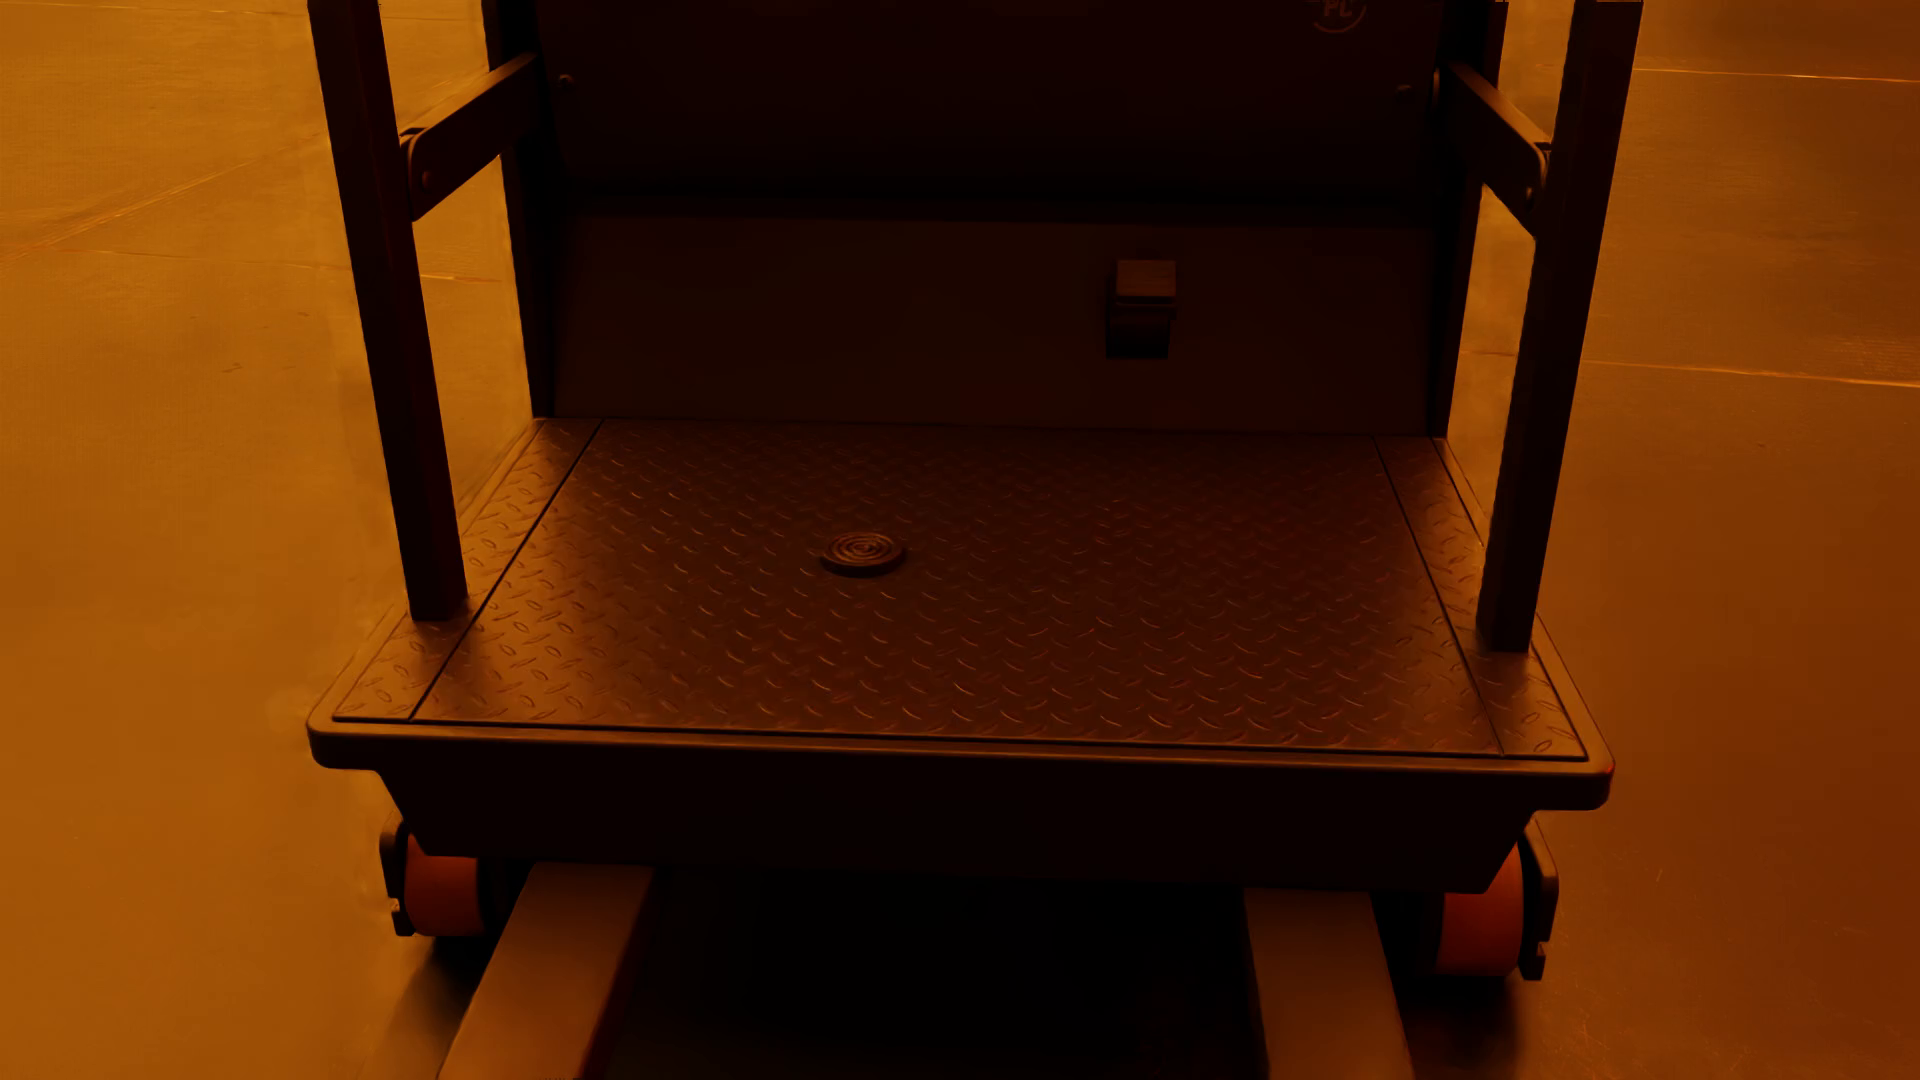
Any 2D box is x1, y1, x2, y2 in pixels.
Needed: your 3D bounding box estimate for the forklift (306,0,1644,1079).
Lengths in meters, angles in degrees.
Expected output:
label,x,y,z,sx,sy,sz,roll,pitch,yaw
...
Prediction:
label,x,y,z,sx,sy,sz,roll,pitch,yaw
forklift,0.016,-1.029,1.286,1.130,2.935,3.031,1,27,3
